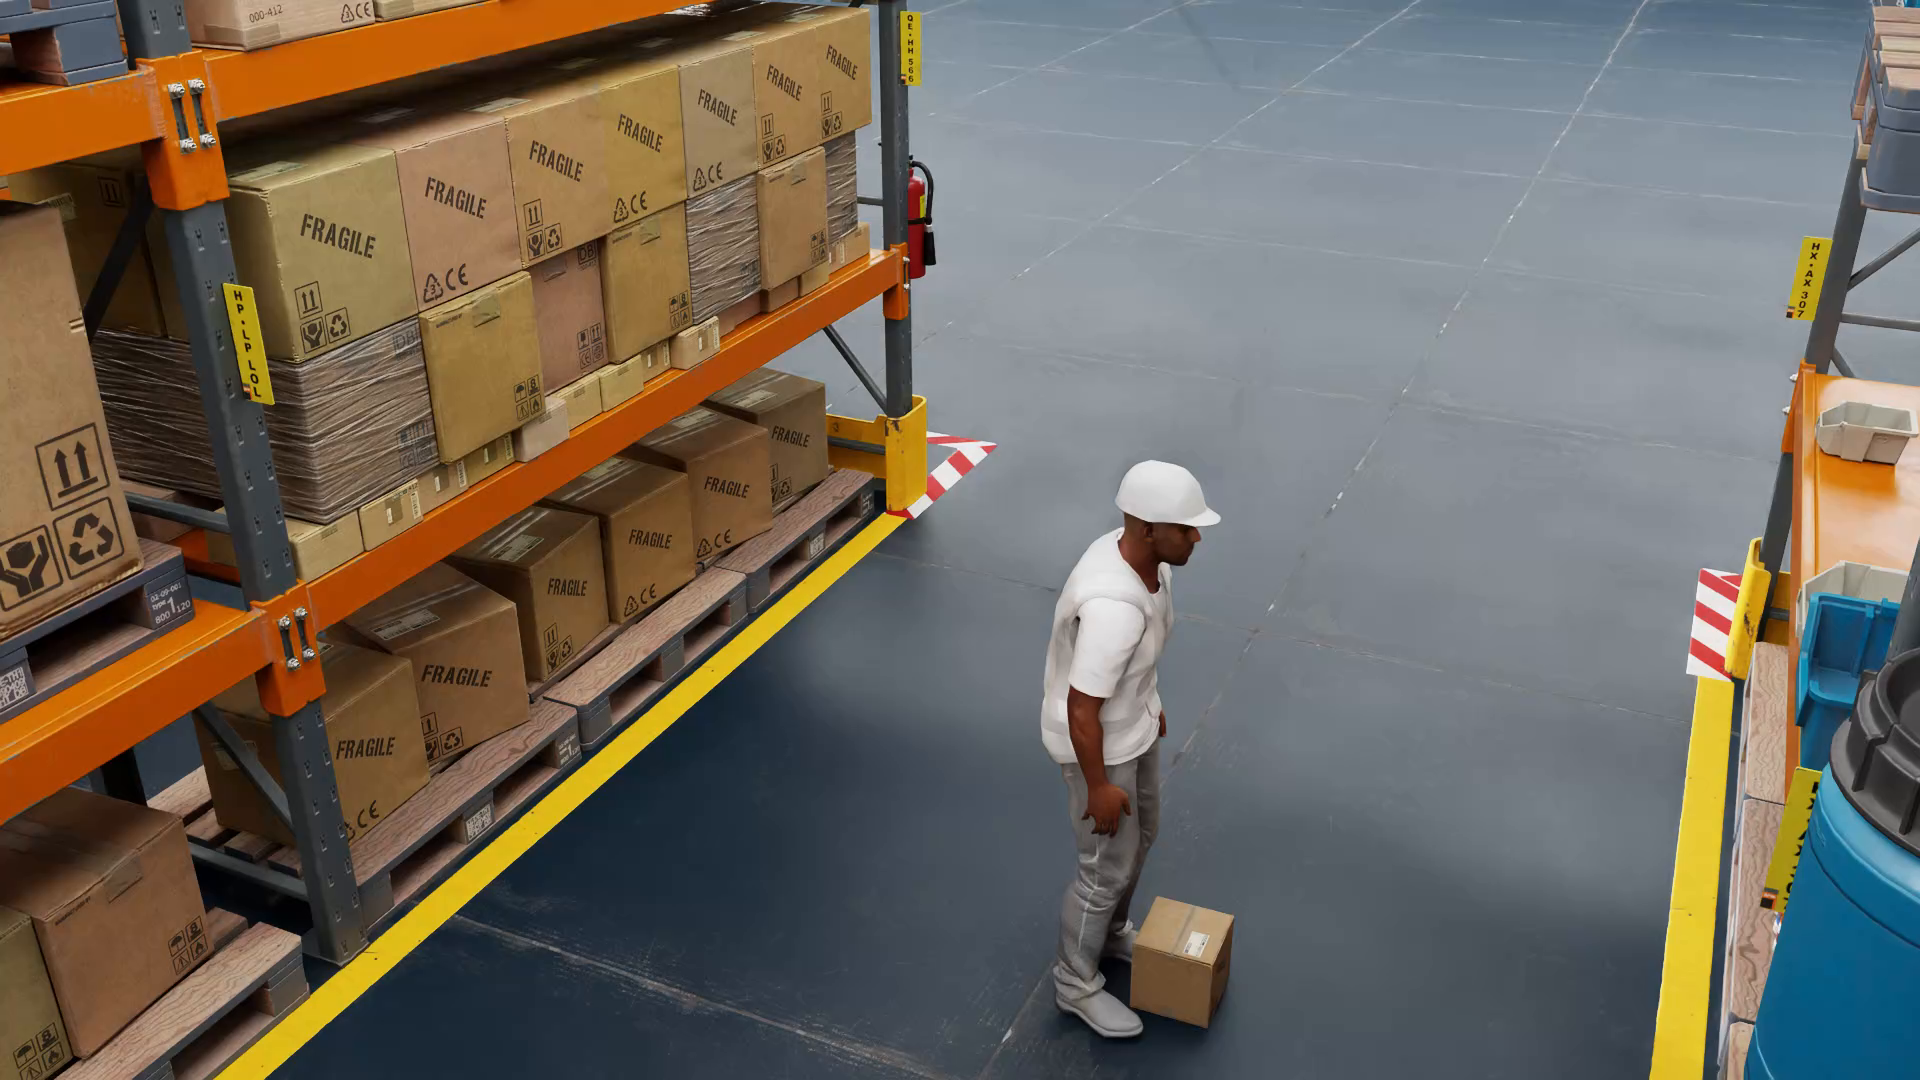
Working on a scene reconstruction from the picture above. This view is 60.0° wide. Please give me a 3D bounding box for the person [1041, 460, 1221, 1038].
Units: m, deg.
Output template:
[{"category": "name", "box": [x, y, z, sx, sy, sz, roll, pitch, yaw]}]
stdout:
[{"category": "person", "box": [0.481, 0.584, 4.894, 0.462, 1.759, 0.633, 9, 28, 19]}]
